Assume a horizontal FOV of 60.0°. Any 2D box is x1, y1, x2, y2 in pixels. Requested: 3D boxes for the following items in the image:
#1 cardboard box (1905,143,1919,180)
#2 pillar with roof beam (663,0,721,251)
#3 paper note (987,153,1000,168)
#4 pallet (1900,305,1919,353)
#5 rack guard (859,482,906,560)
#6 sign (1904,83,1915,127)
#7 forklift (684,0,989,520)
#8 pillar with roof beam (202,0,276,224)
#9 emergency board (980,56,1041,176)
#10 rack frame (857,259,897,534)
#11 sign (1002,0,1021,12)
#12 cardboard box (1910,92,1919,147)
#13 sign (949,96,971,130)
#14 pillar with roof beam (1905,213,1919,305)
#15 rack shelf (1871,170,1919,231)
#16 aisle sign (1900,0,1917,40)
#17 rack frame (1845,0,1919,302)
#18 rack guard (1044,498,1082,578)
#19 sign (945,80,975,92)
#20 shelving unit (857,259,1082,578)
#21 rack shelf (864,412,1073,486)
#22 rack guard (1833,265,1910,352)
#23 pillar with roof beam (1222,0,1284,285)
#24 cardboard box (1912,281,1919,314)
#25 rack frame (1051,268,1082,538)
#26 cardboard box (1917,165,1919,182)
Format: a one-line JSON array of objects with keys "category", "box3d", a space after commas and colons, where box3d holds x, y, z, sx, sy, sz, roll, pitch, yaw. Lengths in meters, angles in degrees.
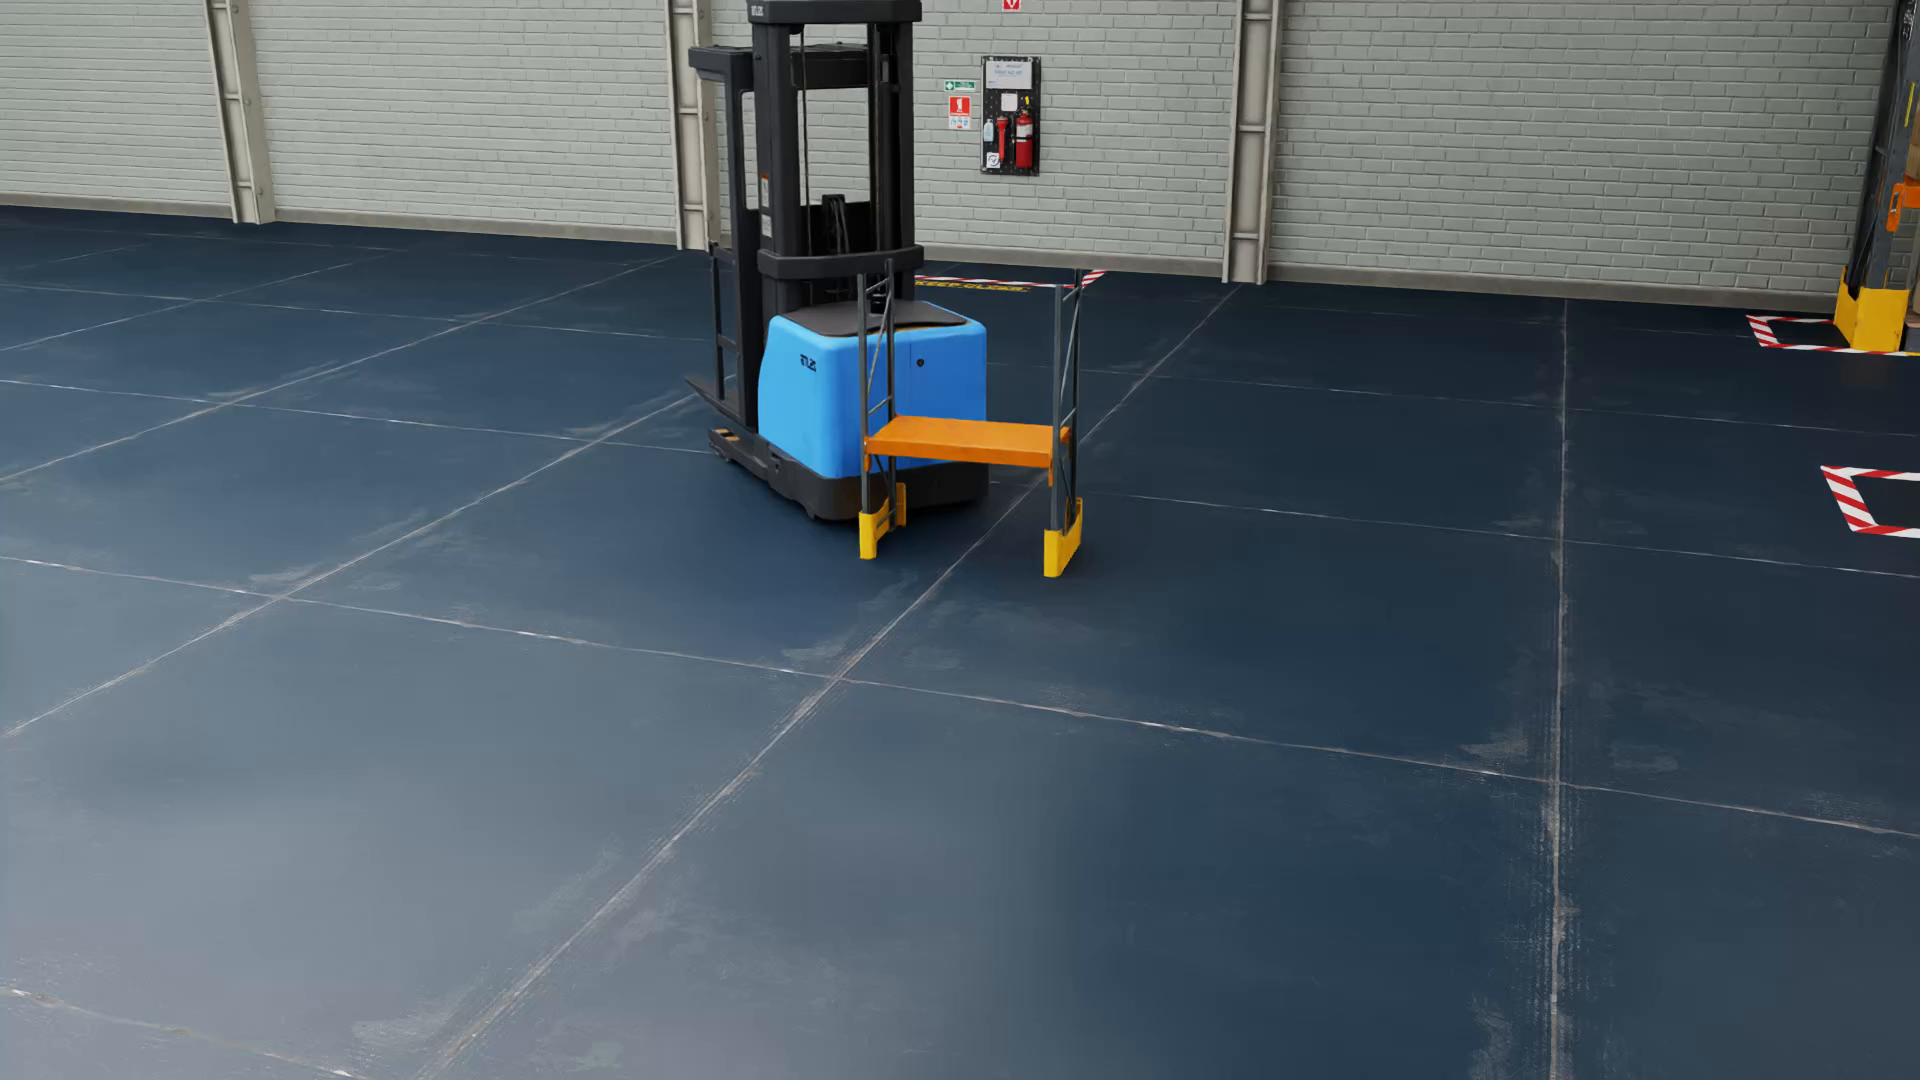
[{"category": "cardboard box", "box3d": [8.035, -3.080, 13.553, 0.500, 0.250, 0.500, 7, 20, 19]}, {"category": "pillar with roof beam", "box3d": [-4.273, -6.116, 12.949, 0.400, 9.000, 9.100, 7, 20, 18]}, {"category": "paper note", "box3d": [0.341, -3.877, 16.979, 0.142, 0.148, 0.016, 7, 20, 18]}, {"category": "pallet", "box3d": [8.358, -1.708, 13.656, 1.213, 0.211, 1.003, 7, 20, 18]}, {"category": "rack guard", "box3d": [-0.415, -0.107, 9.004, 0.087, 0.250, 0.587, 5, 20, 15]}, {"category": "sign", "box3d": [7.352, -3.372, 12.877, 0.005, 0.325, 0.100, 7, 20, 18]}, {"category": "forklift", "box3d": [-0.955, -1.933, 10.170, 1.130, 2.935, 3.031, -10, 21, -25]}, {"category": "pillar with roof beam", "box3d": [-9.941, -6.764, 14.809, 0.400, 9.000, 9.100, 7, 20, 18]}, {"category": "emergency board", "box3d": [0.486, -4.252, 16.717, 0.643, 1.169, 0.194, 7, 20, 18]}, {"category": "rack frame", "box3d": [-0.434, -0.699, 8.803, 0.032, 1.500, 0.500, 5, 20, 15]}, {"category": "sign", "box3d": [0.511, -5.379, 16.427, 0.199, 0.298, 0.001, 7, 20, 18]}, {"category": "cardboard box", "box3d": [8.045, -3.440, 13.445, 0.500, 0.500, 0.500, 6, 20, 17]}, {"category": "sign", "box3d": [-0.003, -4.361, 16.975, 0.234, 0.329, 0.001, 7, 20, 18]}, {"category": "pillar with roof beam", "box3d": [7.063, -4.819, 9.231, 0.400, 9.000, 9.100, 7, 20, 18]}, {"category": "rack shelf", "box3d": [9.420, -2.576, 13.002, 4.000, 0.370, 1.077, 7, 20, 18]}, {"category": "aisle sign", "box3d": [7.364, -4.274, 12.830, 0.004, 0.787, 0.394, 7, 20, 18]}, {"category": "rack frame", "box3d": [7.530, -3.132, 13.504, 0.127, 3.000, 1.000, 7, 20, 18]}, {"category": "rack guard", "box3d": [0.544, -0.019, 8.750, 0.087, 0.250, 0.587, 5, 20, 15]}, {"category": "sign", "box3d": [-0.001, -4.608, 16.878, 0.331, 0.109, 0.001, 7, 20, 18]}, {"category": "shelving unit", "box3d": [0.064, -0.653, 8.671, 1.083, 1.500, 0.587, 5, 20, 15]}, {"category": "rack shelf", "box3d": [0.056, -0.484, 8.733, 1.000, 0.185, 0.538, 5, 20, 15]}, {"category": "rack guard", "box3d": [7.602, -1.943, 13.892, 0.348, 0.500, 1.175, 7, 20, 18]}, {"category": "pillar with roof beam", "box3d": [1.395, -5.468, 11.090, 0.400, 9.000, 9.100, 7, 20, 18]}, {"category": "cardboard box", "box3d": [8.154, -1.967, 13.579, 0.500, 0.311, 0.500, 4, 20, 12]}, {"category": "rack frame", "box3d": [0.545, -0.609, 8.544, 0.032, 1.500, 0.500, 5, 20, 15]}, {"category": "cardboard box", "box3d": [7.887, -2.919, 13.091, 0.500, 0.250, 0.500, 6, 20, 16]}]
